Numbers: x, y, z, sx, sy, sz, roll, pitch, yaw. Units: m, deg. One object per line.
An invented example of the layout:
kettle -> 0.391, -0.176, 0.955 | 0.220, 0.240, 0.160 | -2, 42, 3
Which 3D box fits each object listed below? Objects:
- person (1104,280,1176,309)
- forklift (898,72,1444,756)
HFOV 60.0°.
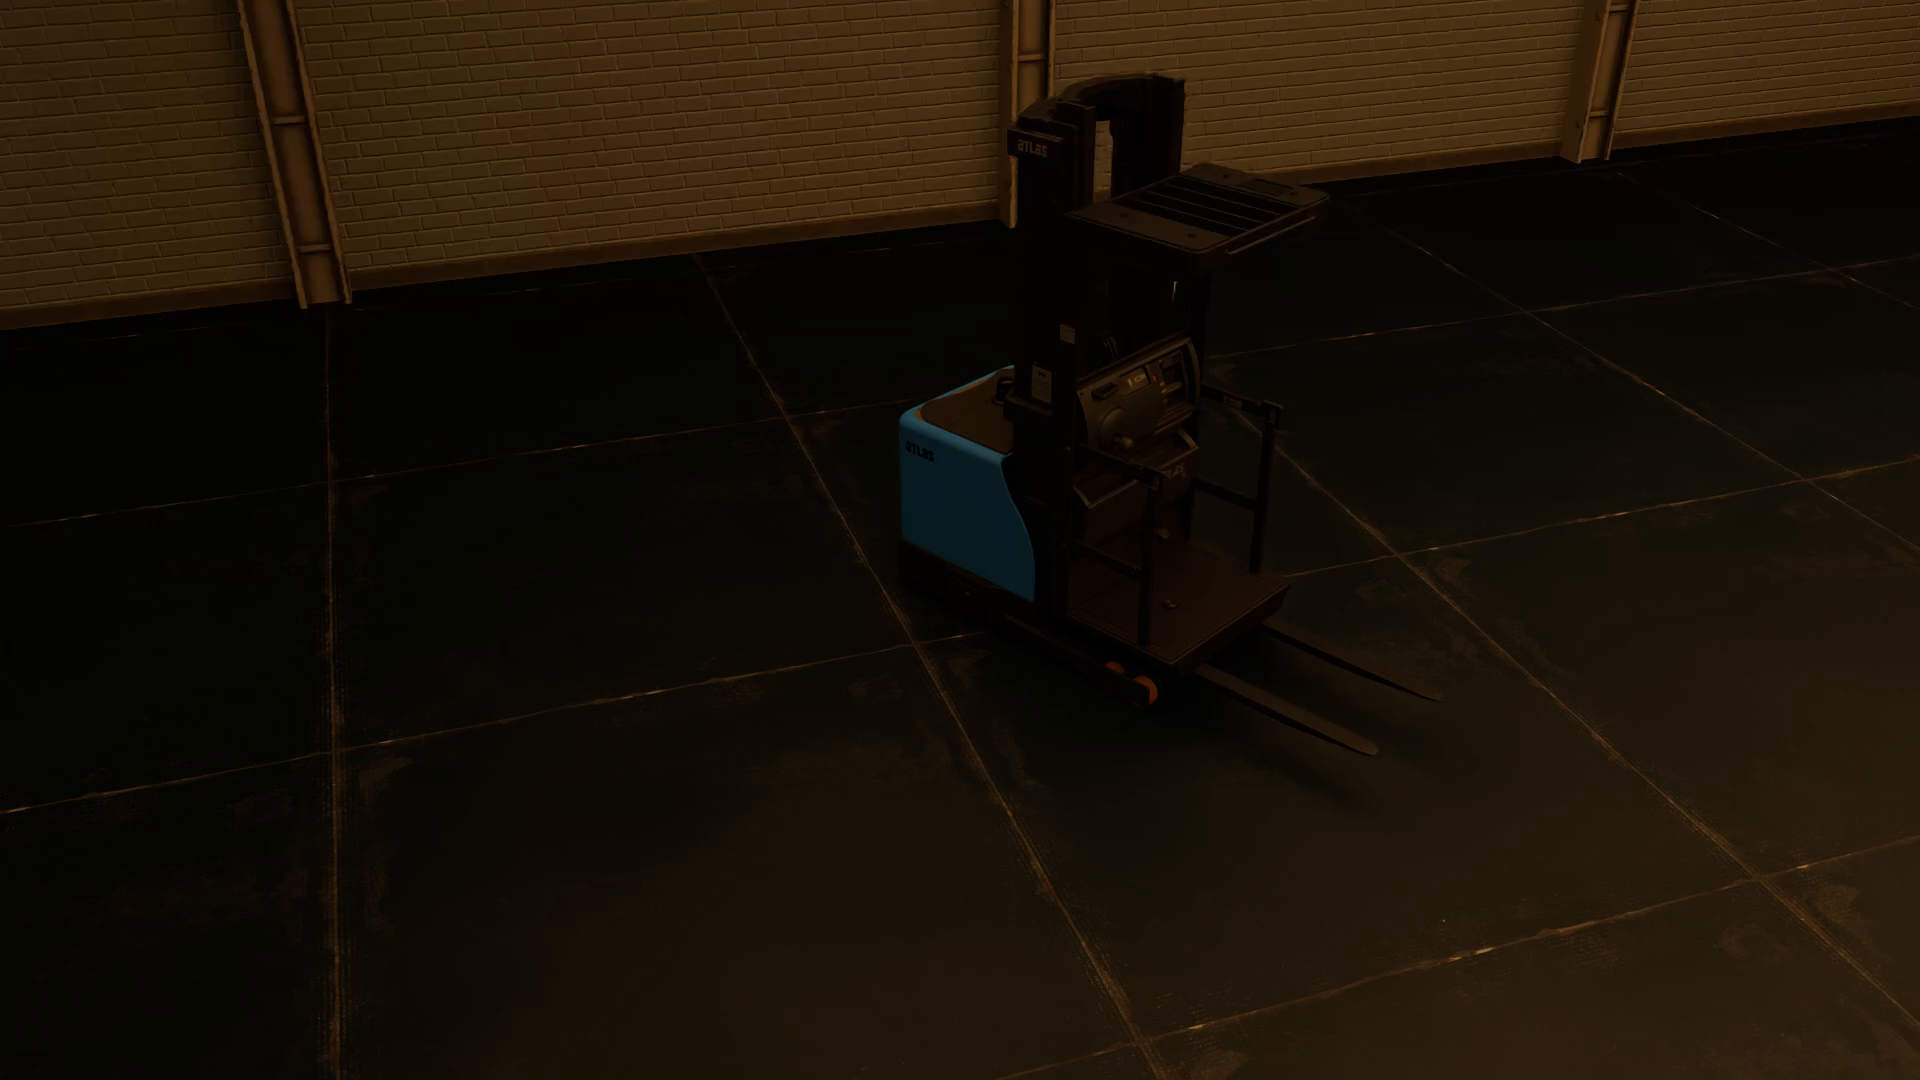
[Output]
person -> 1.230, -1.621, 11.192 | 0.621, 1.771, 0.770 | -2, 30, -3
forklift -> 1.068, -0.702, 8.306 | 3.031, 2.935, 1.130 | 25, 38, 36
